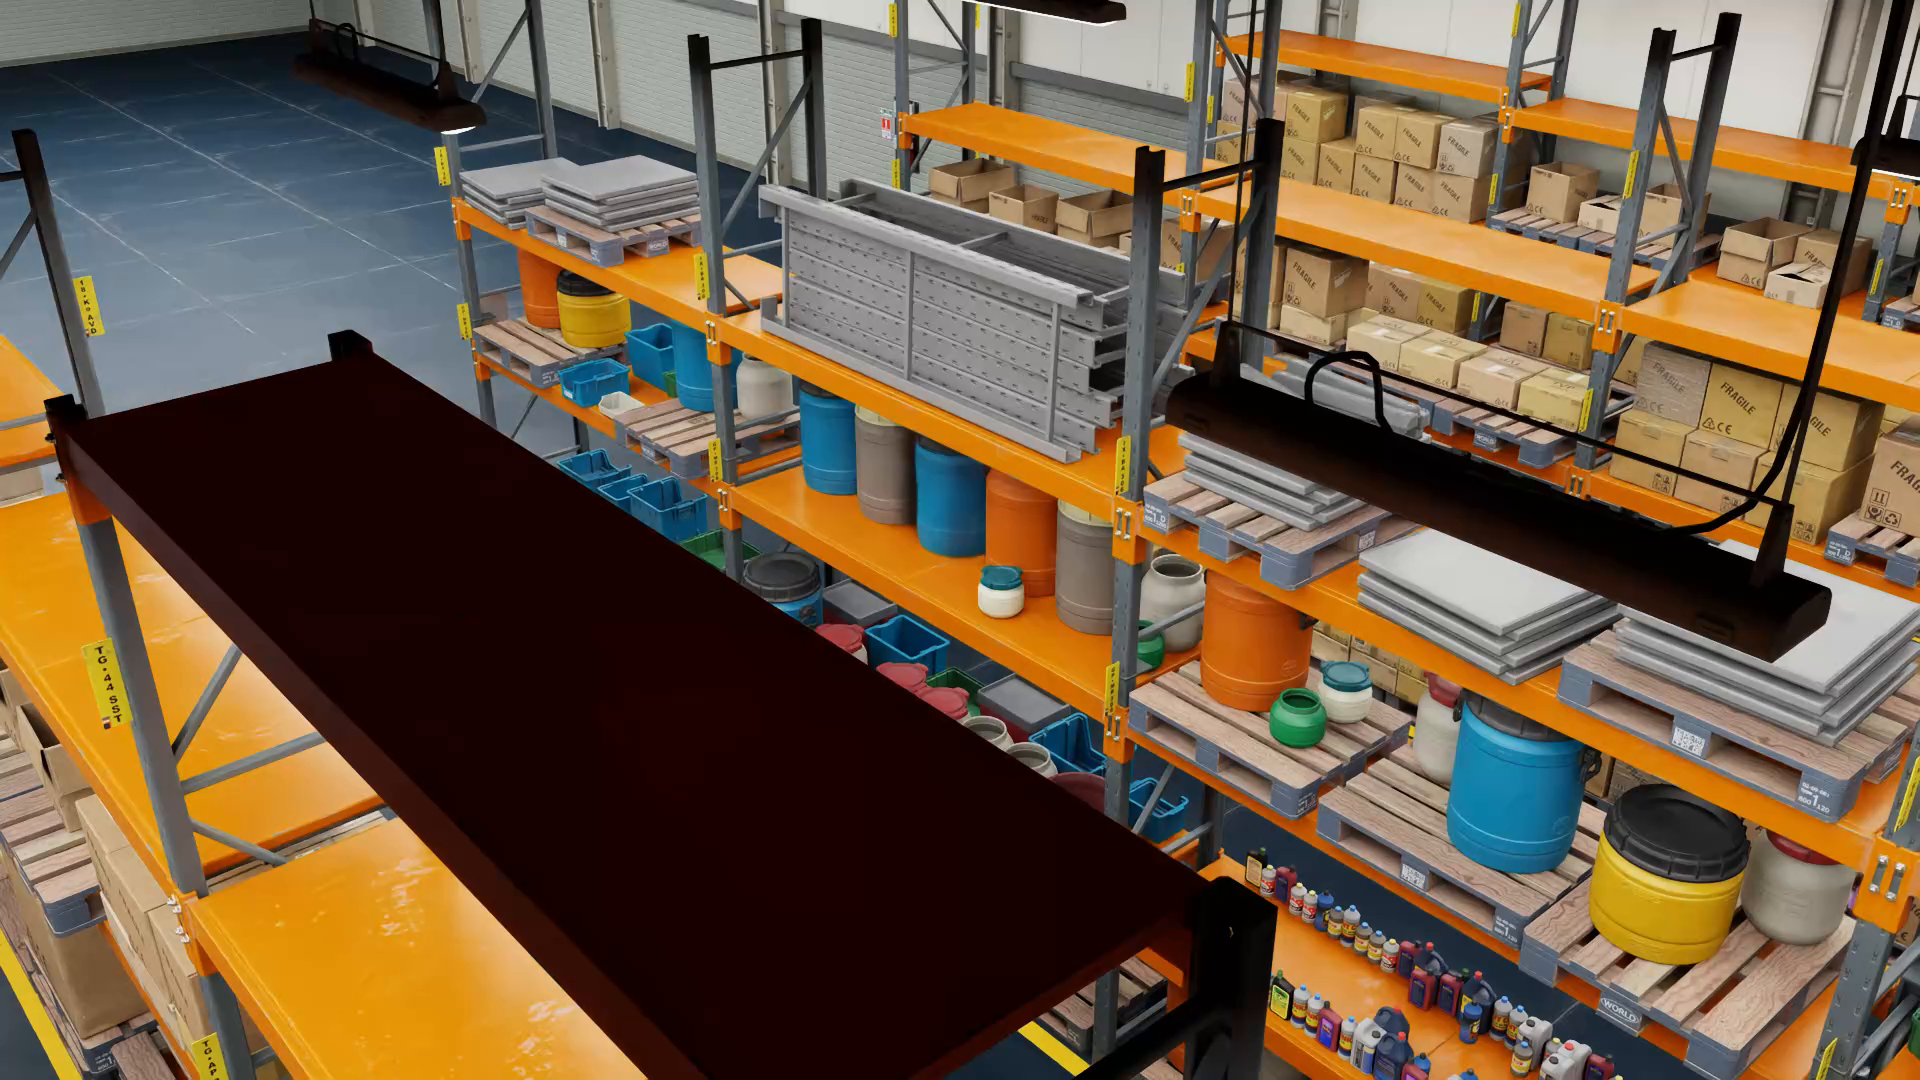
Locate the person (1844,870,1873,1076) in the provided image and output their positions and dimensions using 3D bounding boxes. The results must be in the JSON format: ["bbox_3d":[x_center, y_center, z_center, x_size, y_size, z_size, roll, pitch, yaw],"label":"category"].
[{"bbox_3d":[5.523,2.632,10.660,0.439,1.524,0.972,-22,34,-36],"label":"person"}]
